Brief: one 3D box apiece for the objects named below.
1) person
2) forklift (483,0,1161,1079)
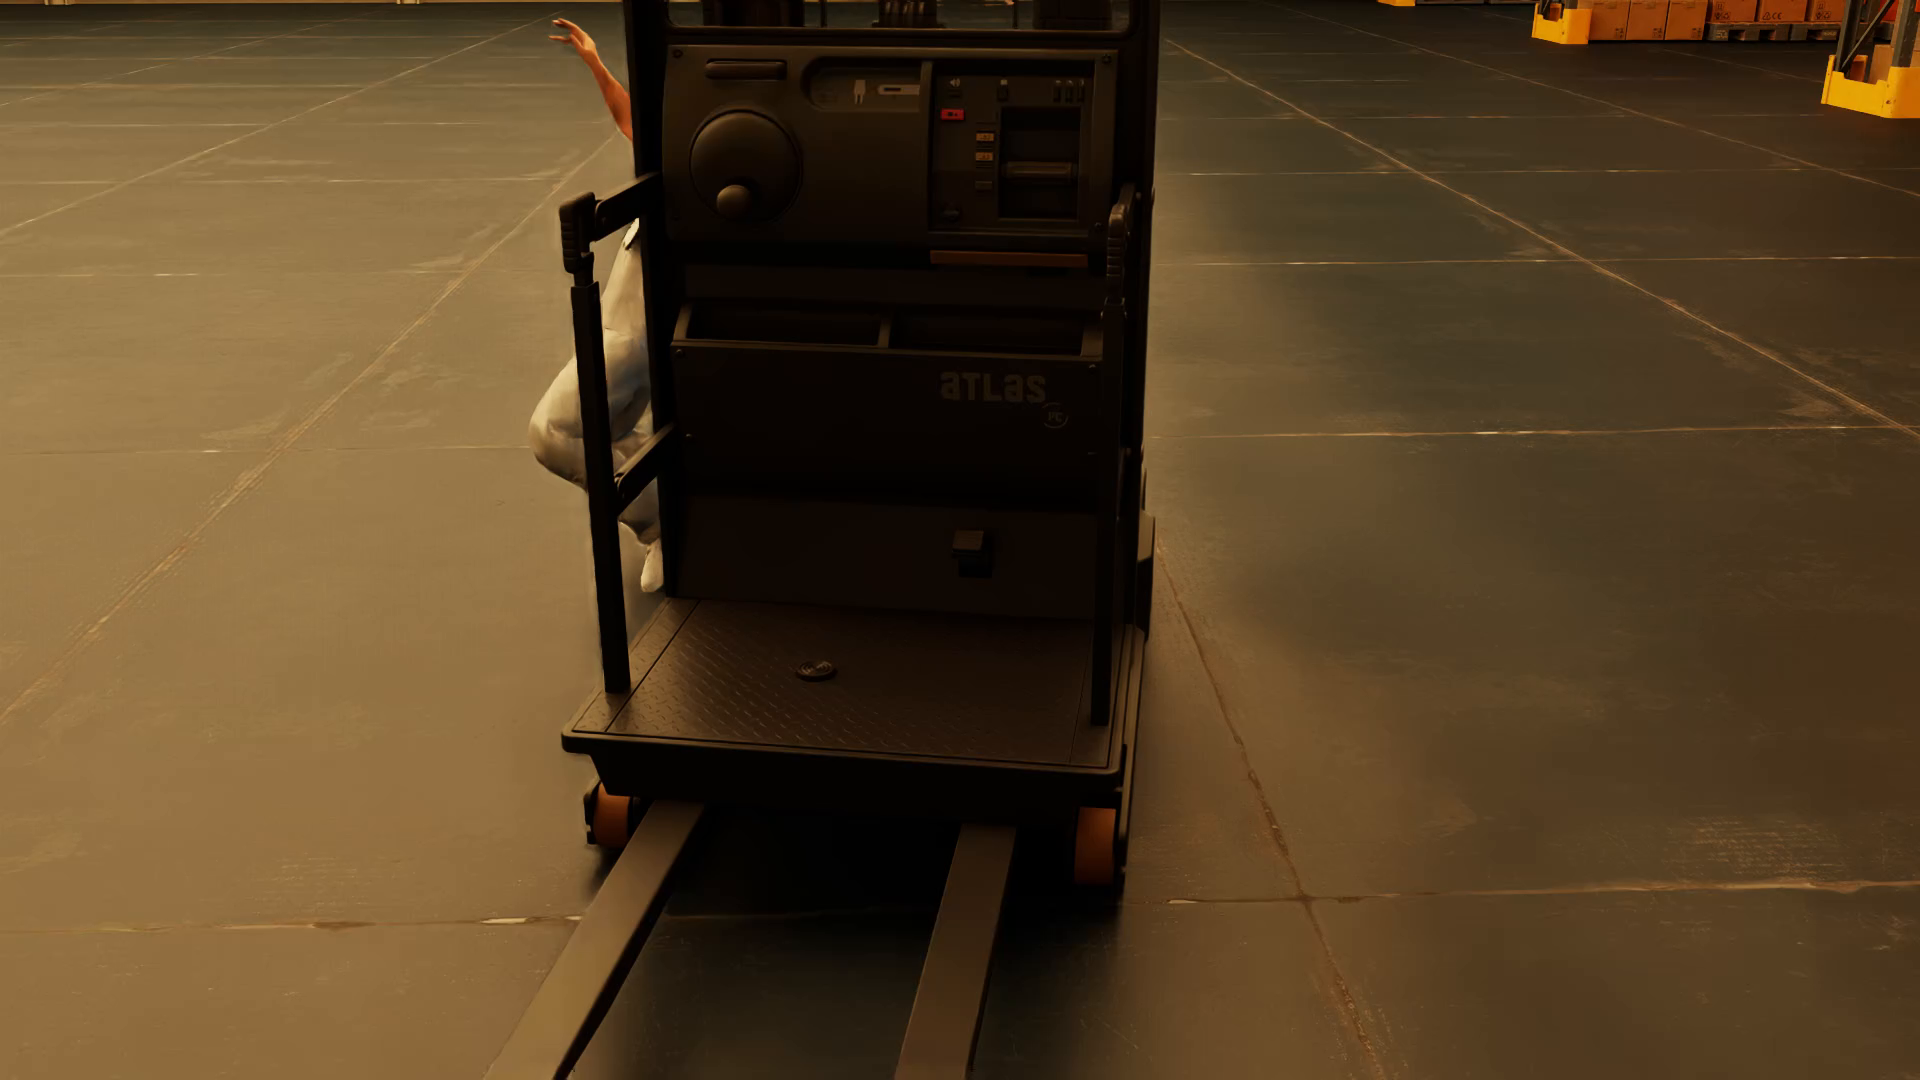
[{"bbox_3d":[-0.885,-0.593,4.573,0.787,1.558,0.964,-5,22,-13],"label":"person"},{"bbox_3d":[-0.173,-0.805,3.212,1.130,2.935,3.031,3,22,8],"label":"forklift"}]
